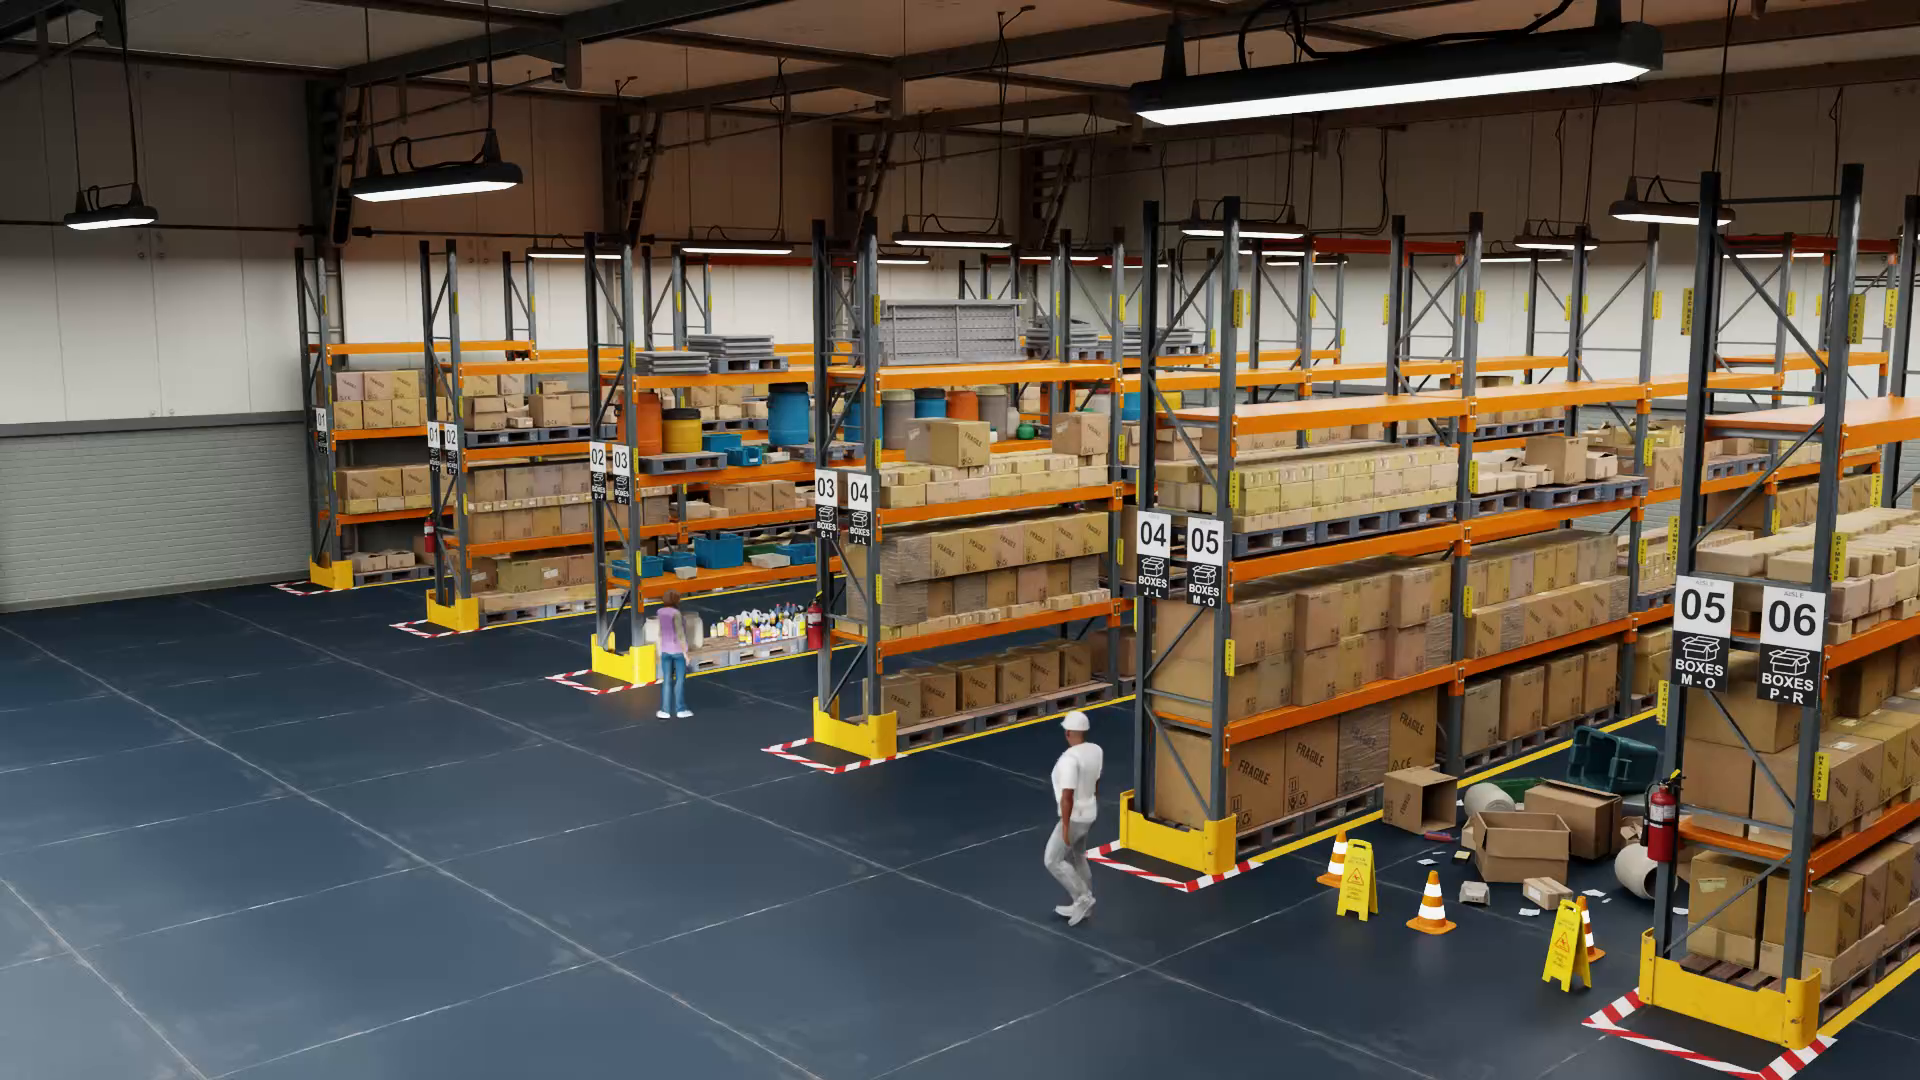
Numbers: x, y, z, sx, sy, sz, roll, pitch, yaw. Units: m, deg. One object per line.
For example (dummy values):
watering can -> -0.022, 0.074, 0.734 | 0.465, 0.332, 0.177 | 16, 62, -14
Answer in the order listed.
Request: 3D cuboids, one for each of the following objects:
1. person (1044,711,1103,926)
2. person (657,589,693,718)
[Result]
person -> 0.935, 2.292, 13.705 | 0.470, 1.786, 0.542 | 1, 8, 4
person -> -3.506, 1.394, 20.401 | 0.479, 1.608, 0.395 | 4, 9, 23
